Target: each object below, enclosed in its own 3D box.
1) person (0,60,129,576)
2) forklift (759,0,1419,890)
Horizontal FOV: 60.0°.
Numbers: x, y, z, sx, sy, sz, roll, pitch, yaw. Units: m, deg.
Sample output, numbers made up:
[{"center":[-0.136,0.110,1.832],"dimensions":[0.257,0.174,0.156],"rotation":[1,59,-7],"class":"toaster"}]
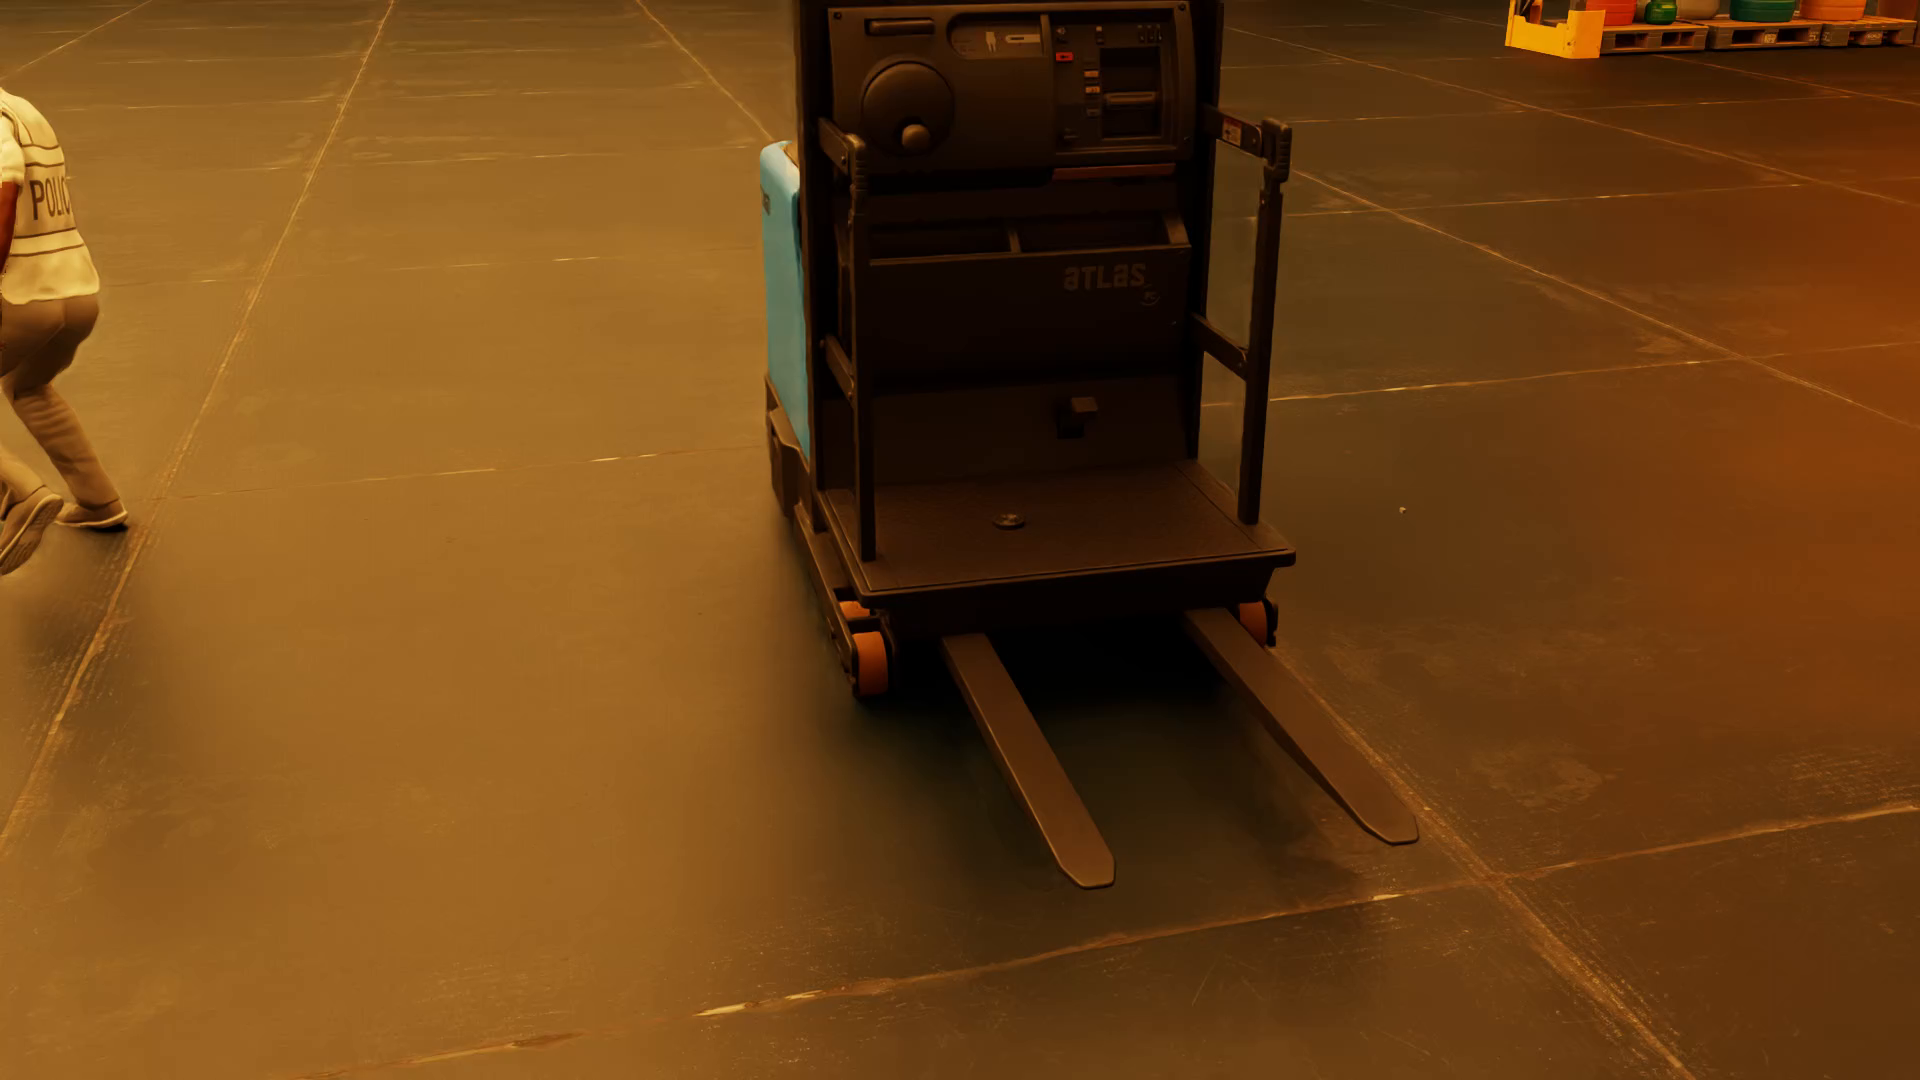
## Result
[{"center":[-2.721,-0.680,4.700],"dimensions":[0.520,1.557,0.772],"rotation":[1,23,3],"class":"person"},{"center":[0.190,-1.121,3.944],"dimensions":[1.130,2.935,3.031],"rotation":[-5,24,-13],"class":"forklift"}]
